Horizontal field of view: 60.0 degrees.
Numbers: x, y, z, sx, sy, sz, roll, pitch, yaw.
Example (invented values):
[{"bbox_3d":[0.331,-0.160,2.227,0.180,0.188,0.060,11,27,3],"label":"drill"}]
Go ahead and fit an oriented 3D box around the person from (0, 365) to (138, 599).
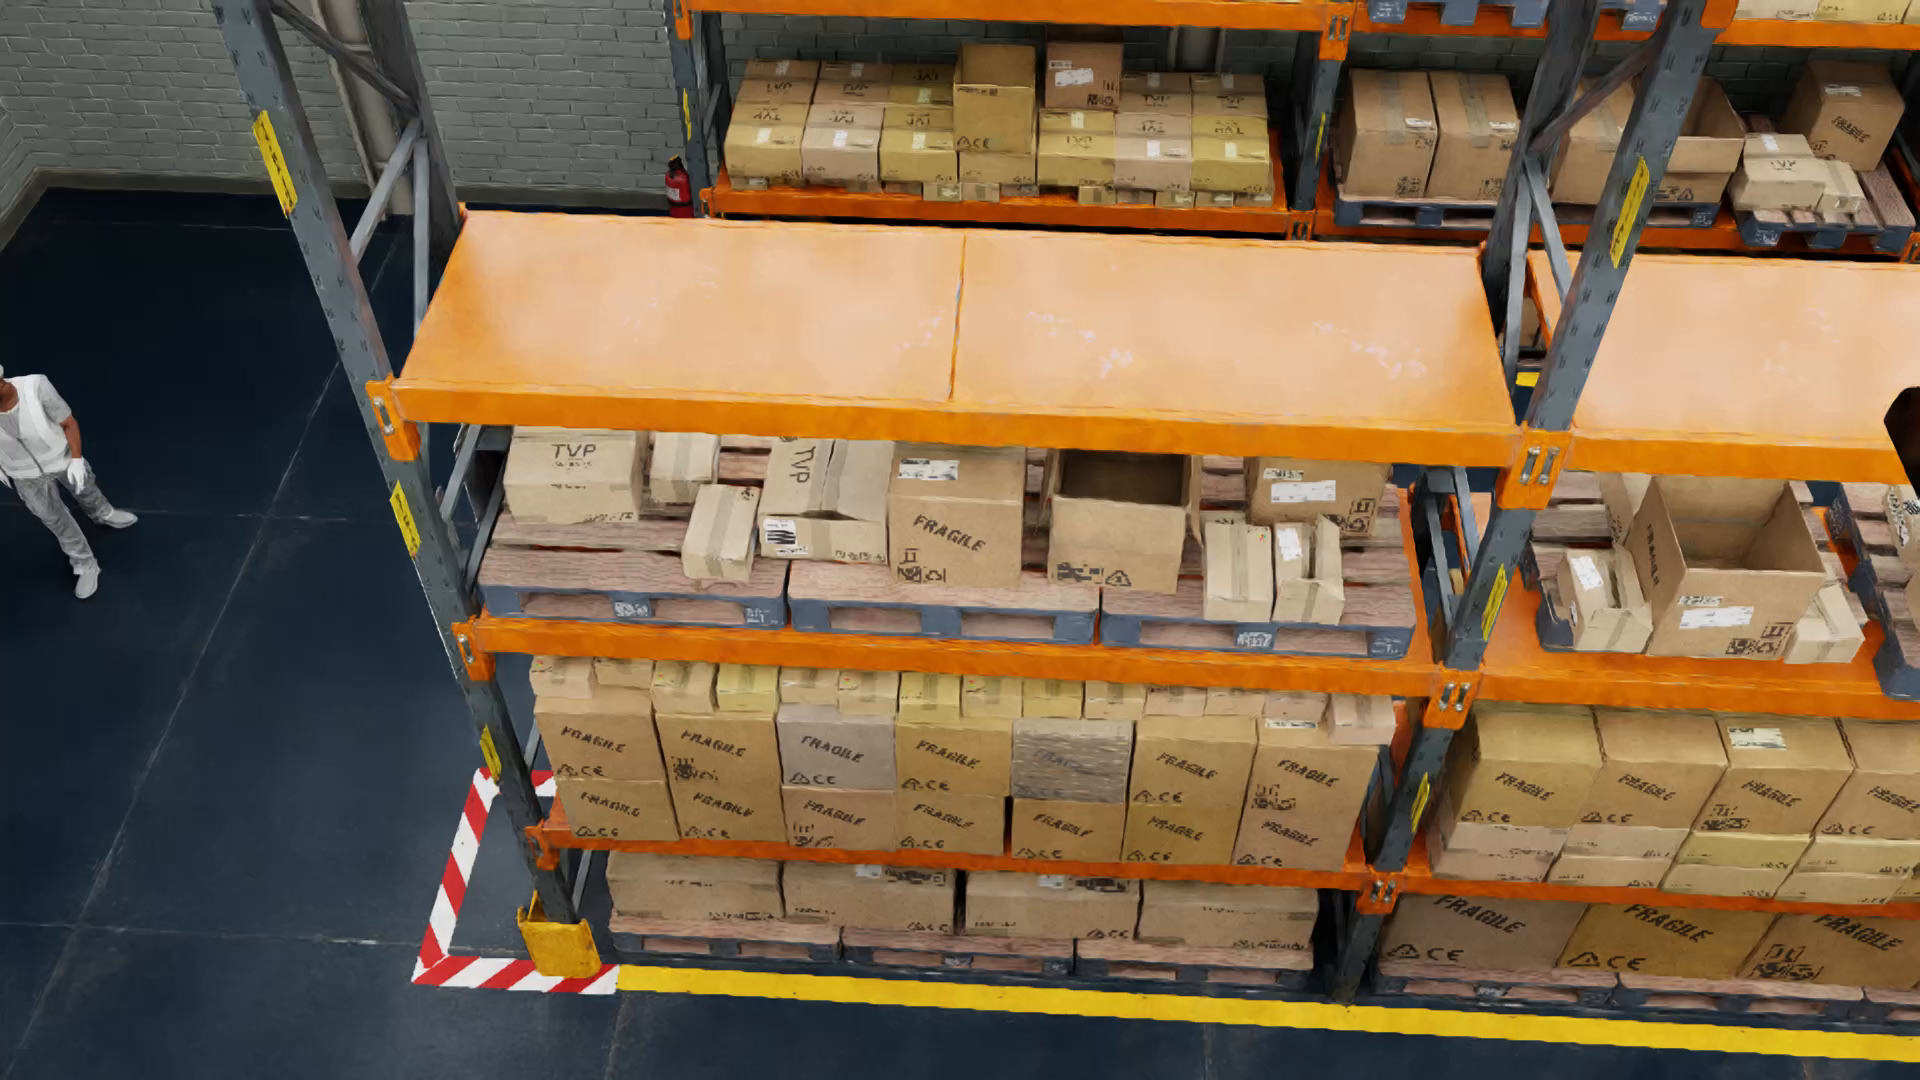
[{"bbox_3d":[-5.508,-0.480,9.988,0.569,1.781,0.716,-20,51,-17],"label":"person"}]
